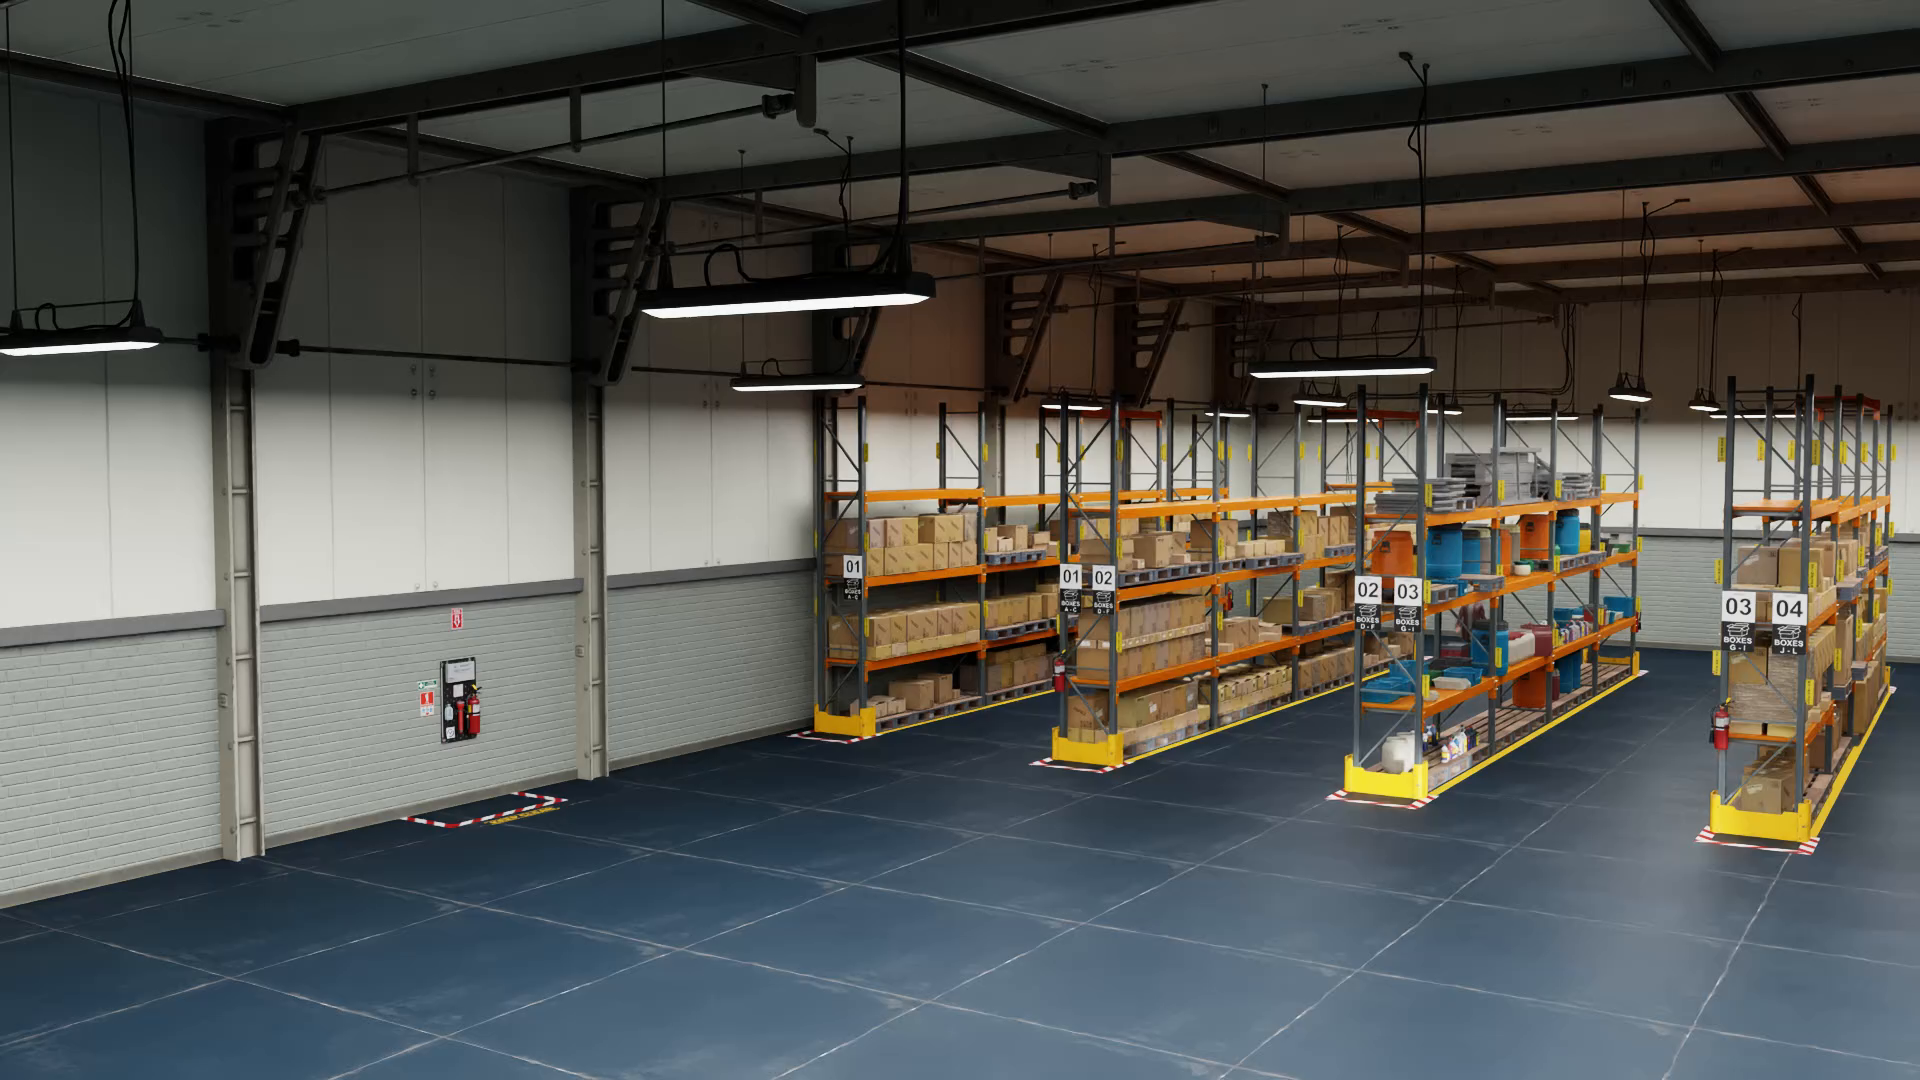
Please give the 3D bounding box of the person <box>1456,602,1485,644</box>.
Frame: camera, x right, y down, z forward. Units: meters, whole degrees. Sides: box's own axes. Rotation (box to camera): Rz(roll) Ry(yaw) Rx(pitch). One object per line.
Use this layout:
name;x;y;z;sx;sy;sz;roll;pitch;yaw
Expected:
person;12.011;2.075;39.082;0.676;1.716;1.170;2;3;29

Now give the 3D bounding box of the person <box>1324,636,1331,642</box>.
person;8.872;1.961;41.010;0.471;1.765;0.594;-1;3;-13
